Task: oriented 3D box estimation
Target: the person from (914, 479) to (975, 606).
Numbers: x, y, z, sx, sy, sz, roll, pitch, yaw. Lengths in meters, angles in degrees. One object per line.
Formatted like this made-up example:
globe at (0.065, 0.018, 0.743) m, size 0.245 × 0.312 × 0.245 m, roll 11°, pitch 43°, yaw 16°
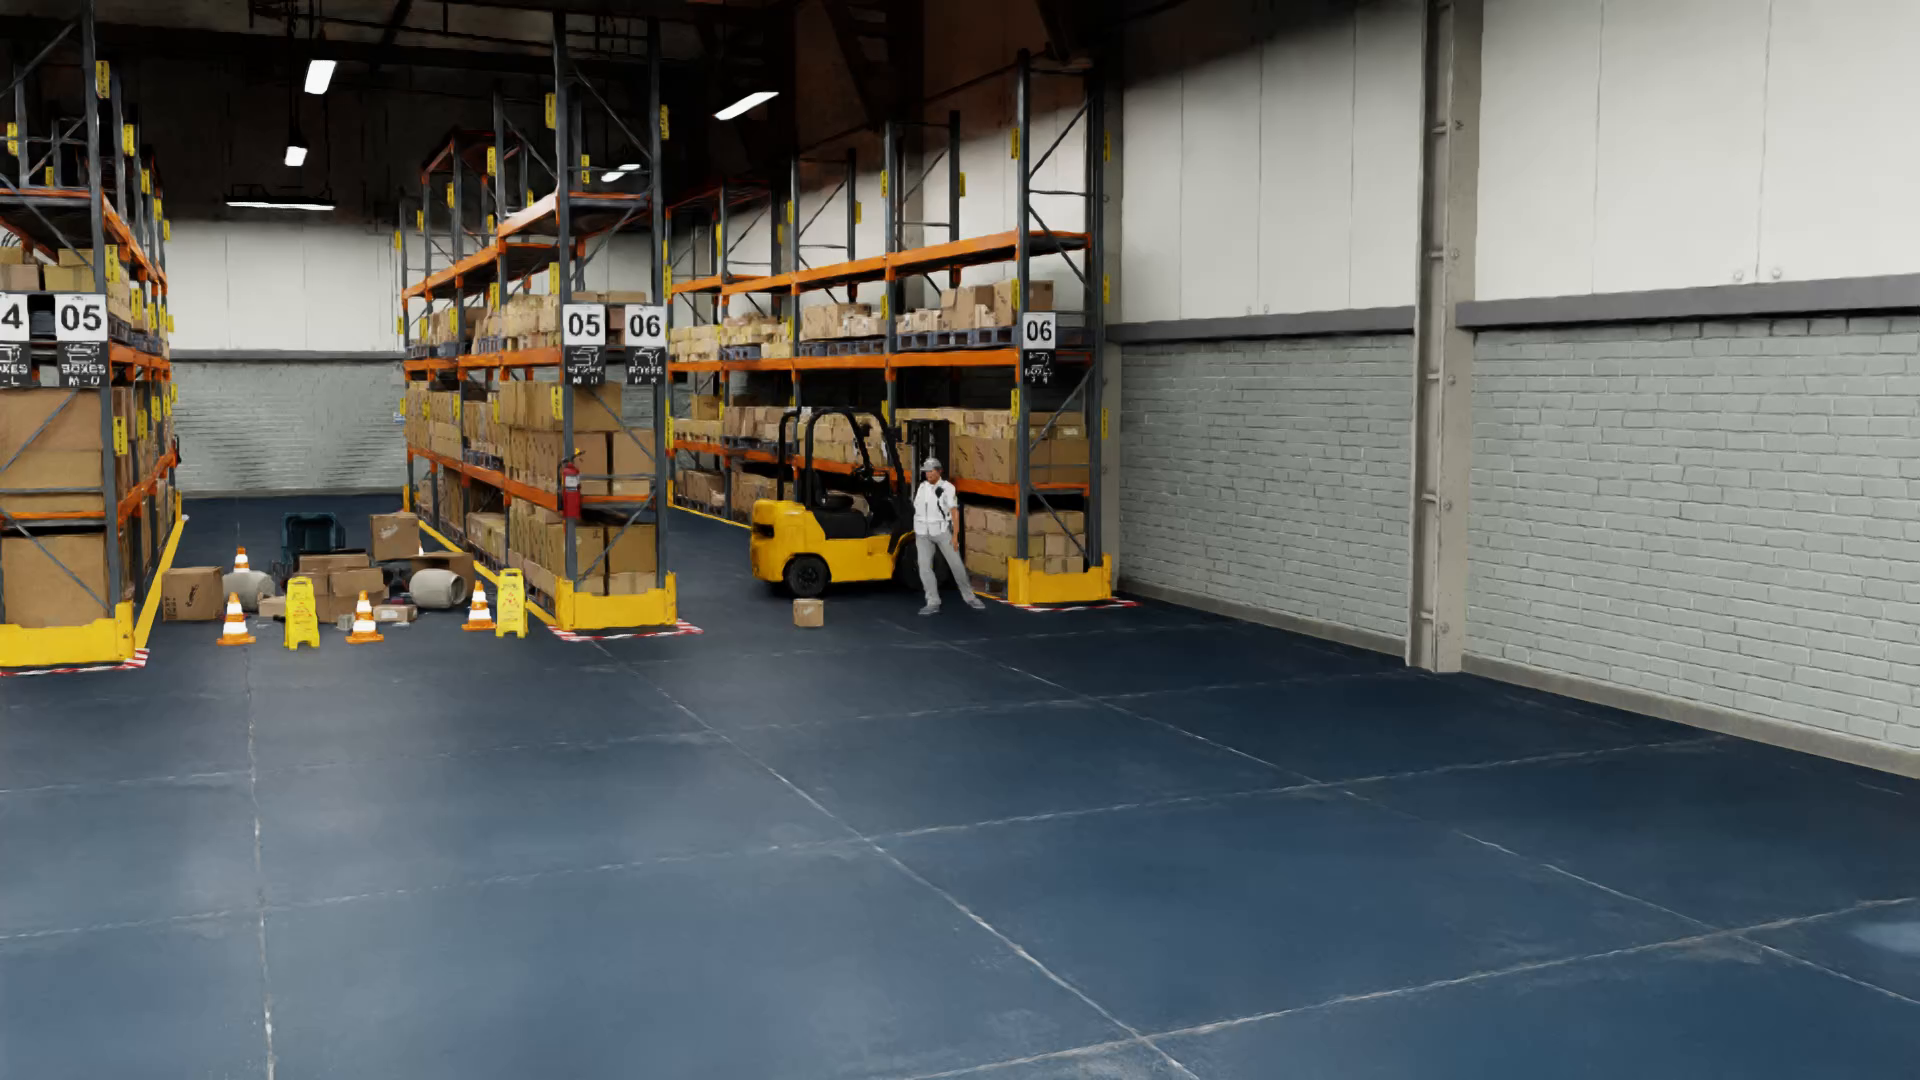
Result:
person at (-0.176, 0.034, 17.533) m, size 0.591 × 1.355 × 0.513 m, roll 2°, pitch 6°, yaw 21°
